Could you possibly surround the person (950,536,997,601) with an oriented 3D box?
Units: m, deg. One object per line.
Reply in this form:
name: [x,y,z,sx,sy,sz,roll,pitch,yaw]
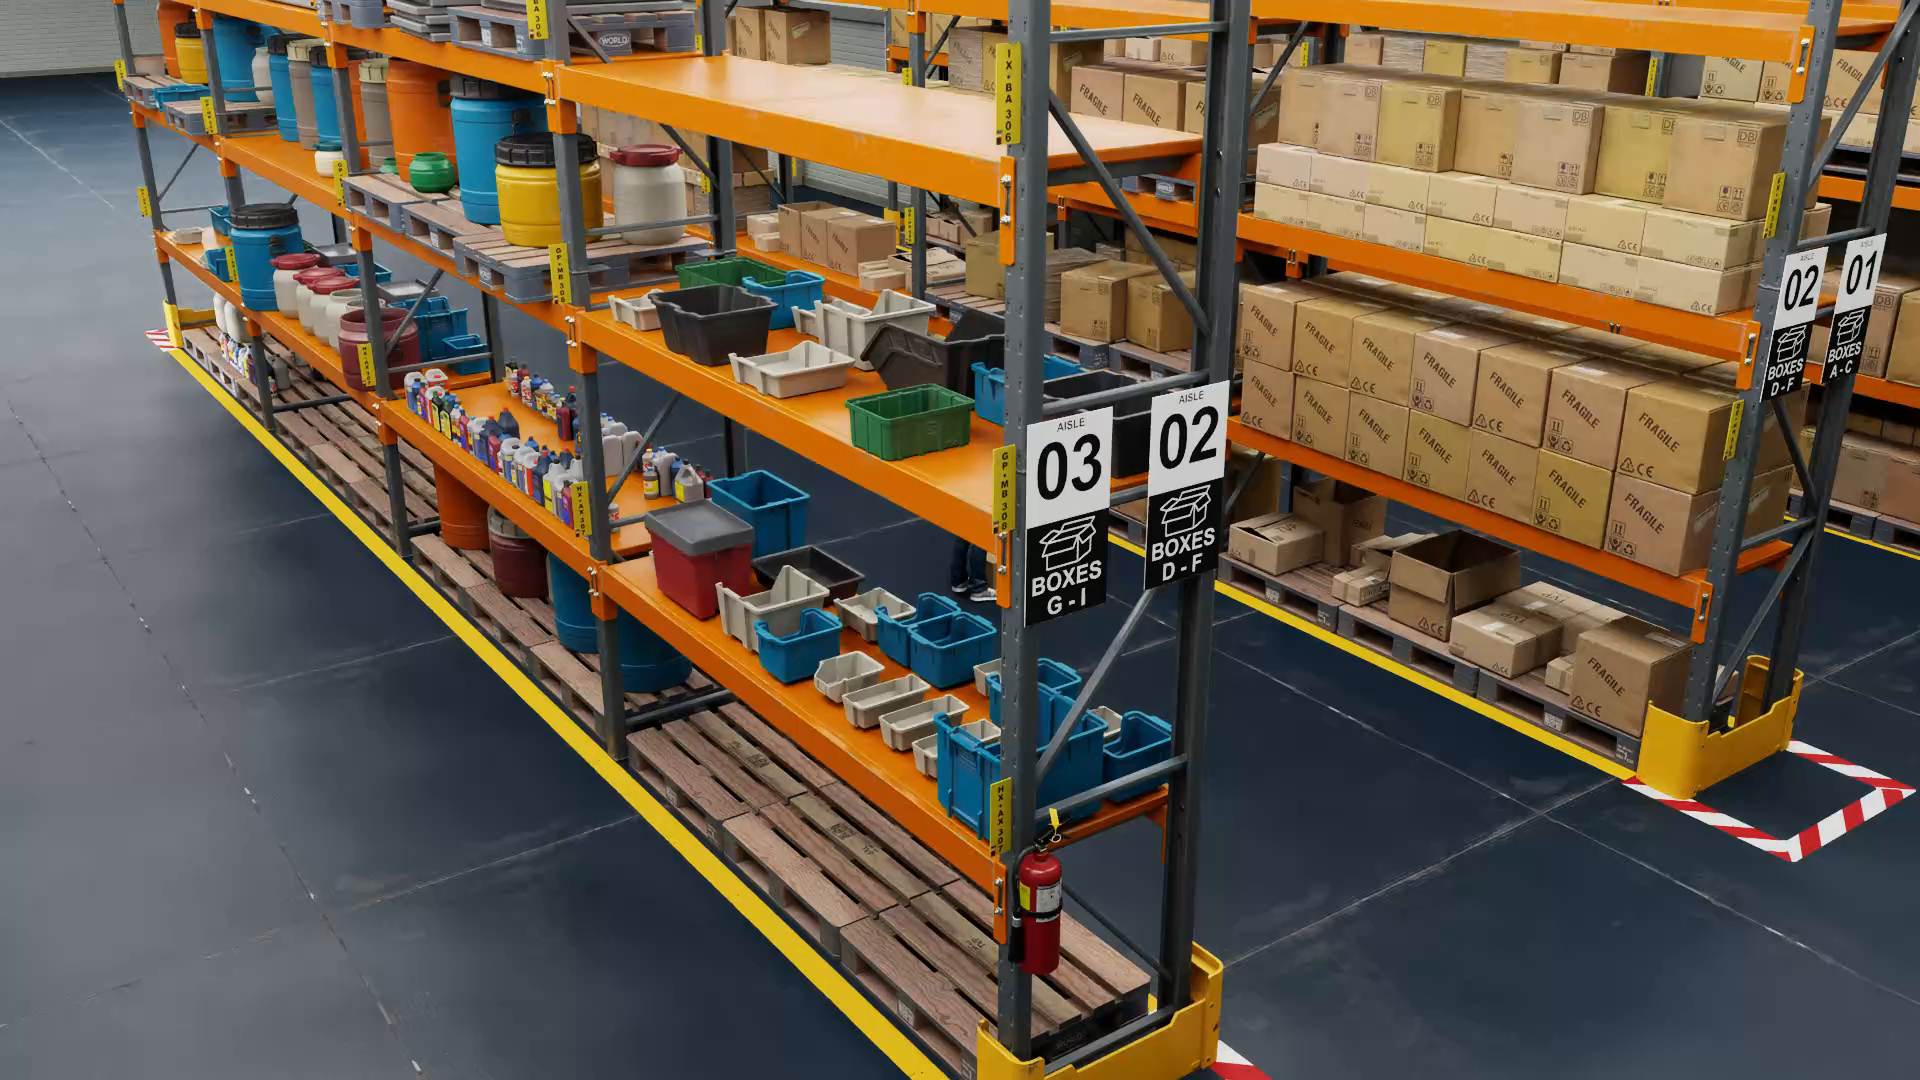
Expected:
person: [0.079,-0.337,12.239,0.342,1.582,0.485,-17,27,-36]
